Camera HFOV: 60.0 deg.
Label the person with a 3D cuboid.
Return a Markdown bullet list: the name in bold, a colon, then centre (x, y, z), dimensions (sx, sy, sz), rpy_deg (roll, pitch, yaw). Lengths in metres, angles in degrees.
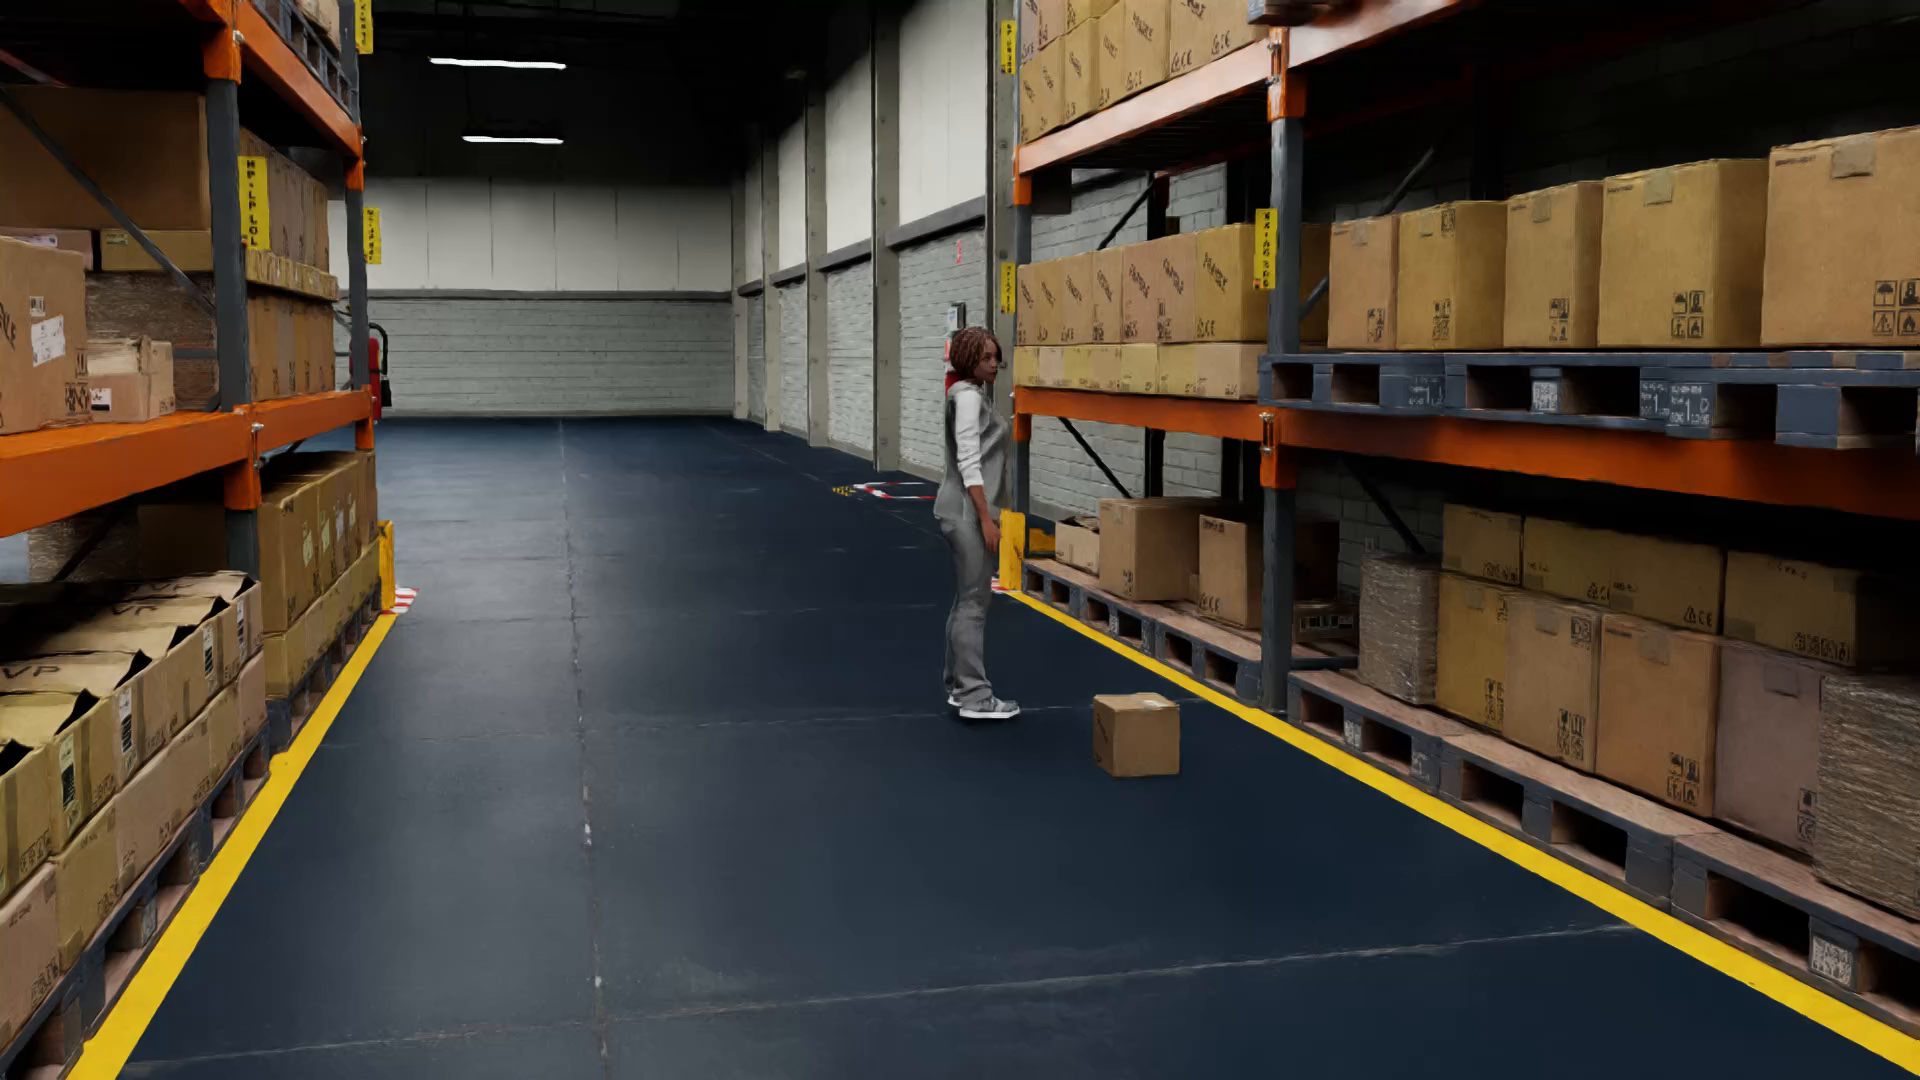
- **person**: centre (0.068, -0.059, 6.825), dimensions (0.362, 1.632, 0.460), rpy_deg (0, 6, 0)
